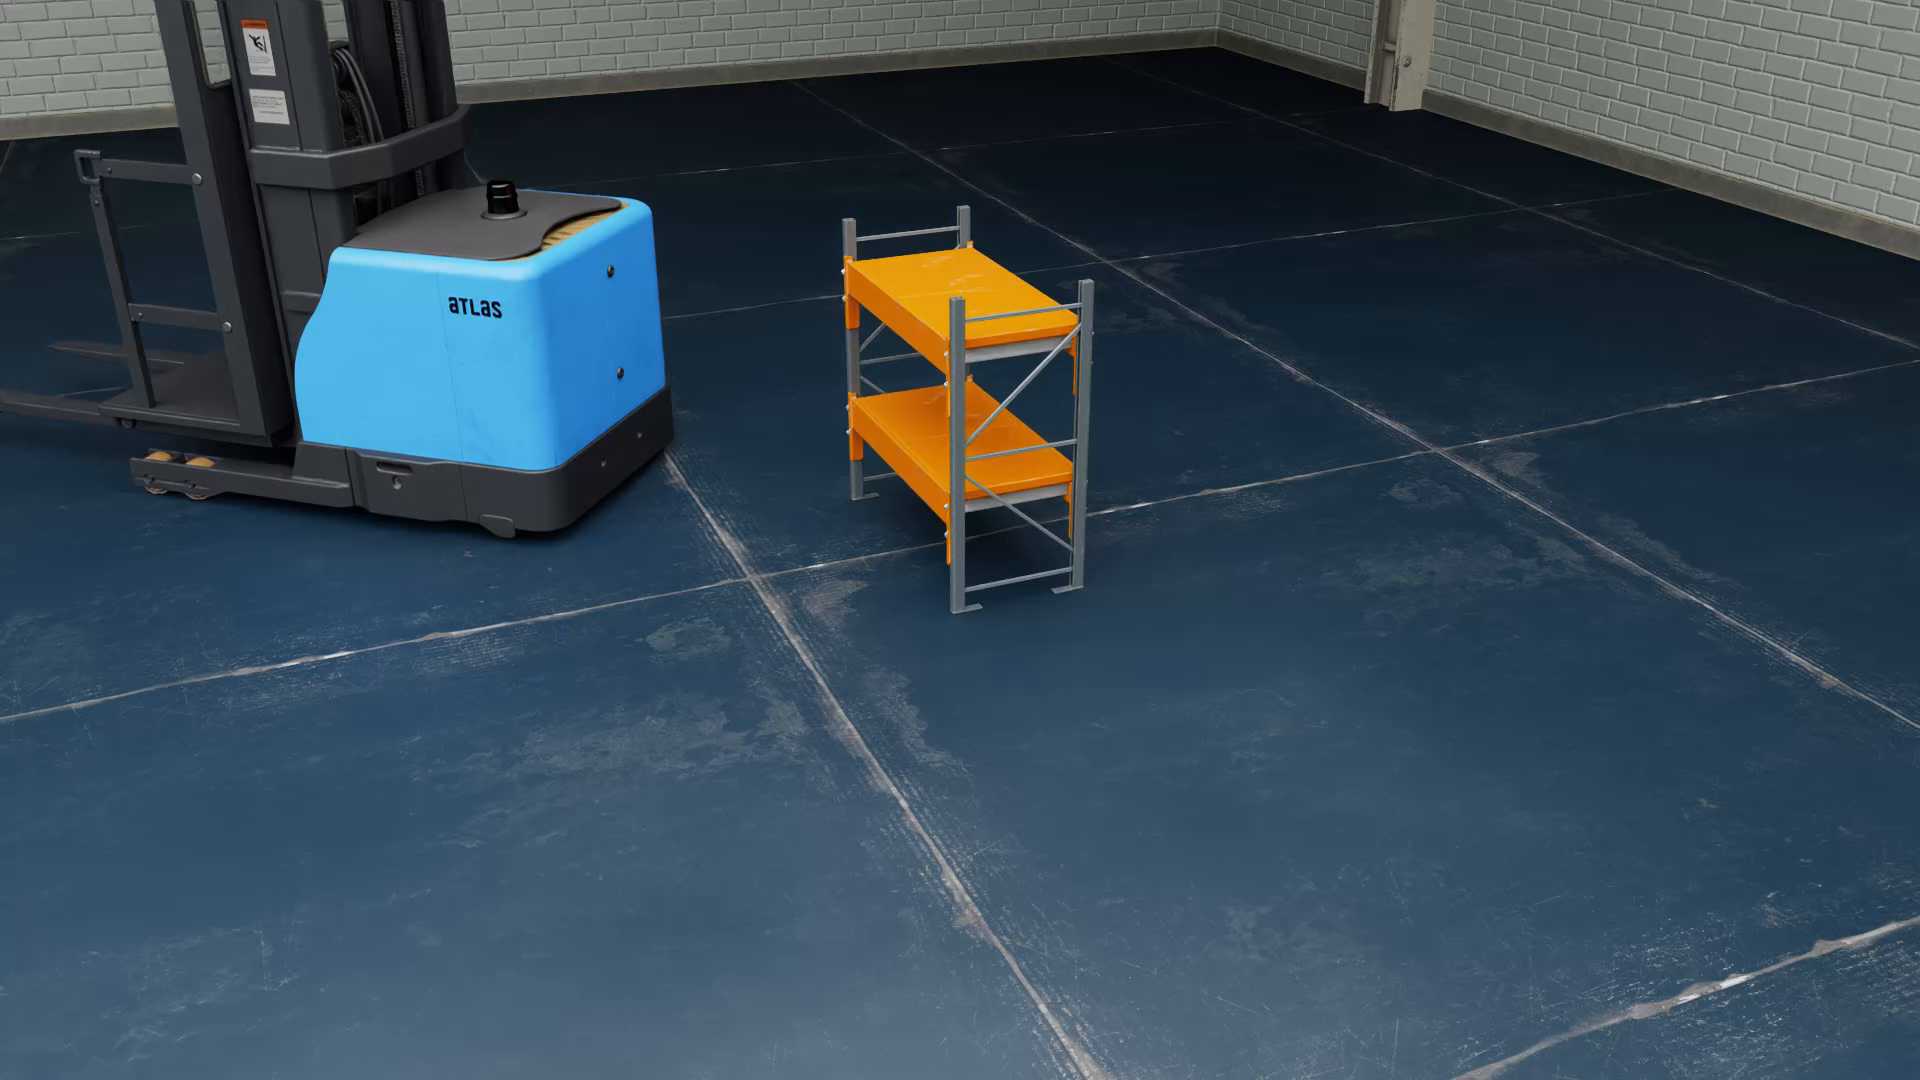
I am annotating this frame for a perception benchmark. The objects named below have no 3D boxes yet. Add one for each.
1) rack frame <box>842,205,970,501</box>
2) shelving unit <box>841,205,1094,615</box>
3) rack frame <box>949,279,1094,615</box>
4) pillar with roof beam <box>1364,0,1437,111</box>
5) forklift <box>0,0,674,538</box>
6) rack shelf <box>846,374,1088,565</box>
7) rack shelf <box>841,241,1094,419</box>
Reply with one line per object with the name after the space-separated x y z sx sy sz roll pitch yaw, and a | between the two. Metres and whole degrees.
-0.196 -0.708 6.418 0.500 1.125 0.032 -11 28 -21 | rack frame
0.003 -0.503 5.998 0.538 1.125 1.048 -11 28 -21 | shelving unit
0.202 -0.298 5.577 0.500 1.125 0.032 -11 28 -21 | rack frame
-0.453 -6.823 9.968 9.100 9.000 0.400 -11 28 -21 | pillar with roof beam
-2.773 -1.685 6.361 3.031 2.935 1.130 8 27 15 | forklift
0.003 -0.283 6.105 0.538 0.278 1.000 -11 28 -21 | rack shelf
0.003 -0.766 5.869 0.538 0.278 1.000 -11 28 -21 | rack shelf
